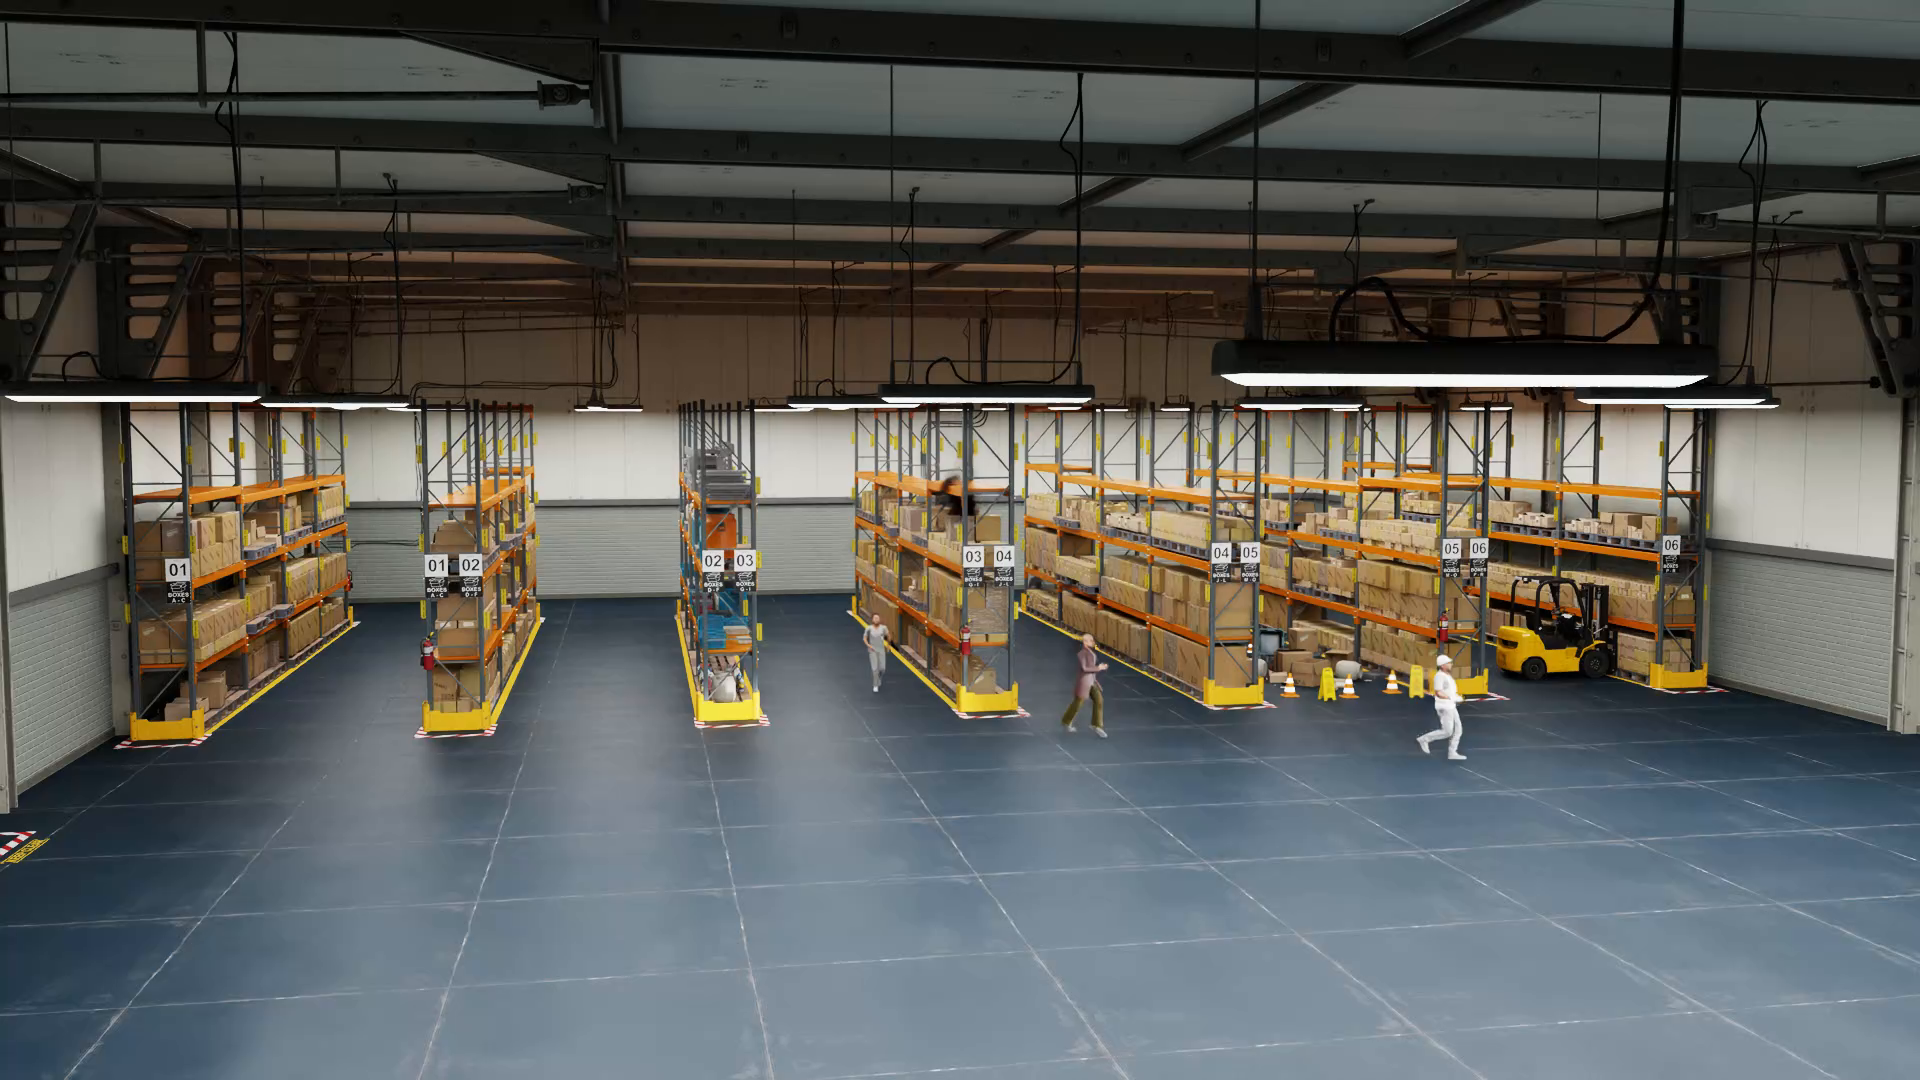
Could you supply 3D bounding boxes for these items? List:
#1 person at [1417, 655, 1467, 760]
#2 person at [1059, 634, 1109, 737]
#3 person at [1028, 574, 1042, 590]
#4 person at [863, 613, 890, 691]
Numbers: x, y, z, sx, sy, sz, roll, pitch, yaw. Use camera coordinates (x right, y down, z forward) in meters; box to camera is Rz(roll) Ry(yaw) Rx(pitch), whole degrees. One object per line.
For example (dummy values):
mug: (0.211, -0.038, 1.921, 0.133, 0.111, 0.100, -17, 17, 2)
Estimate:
person: (8.014, 2.773, 27.570, 0.789, 1.746, 0.692, 2, 5, 25)
person: (2.219, 2.591, 29.645, 0.949, 1.842, 0.669, 3, 5, 31)
person: (2.330, 1.174, 50.013, 0.637, 1.601, 0.753, 0, 4, 0)
person: (-1.713, 2.315, 34.443, 0.596, 1.630, 0.531, -1, 4, -14)
